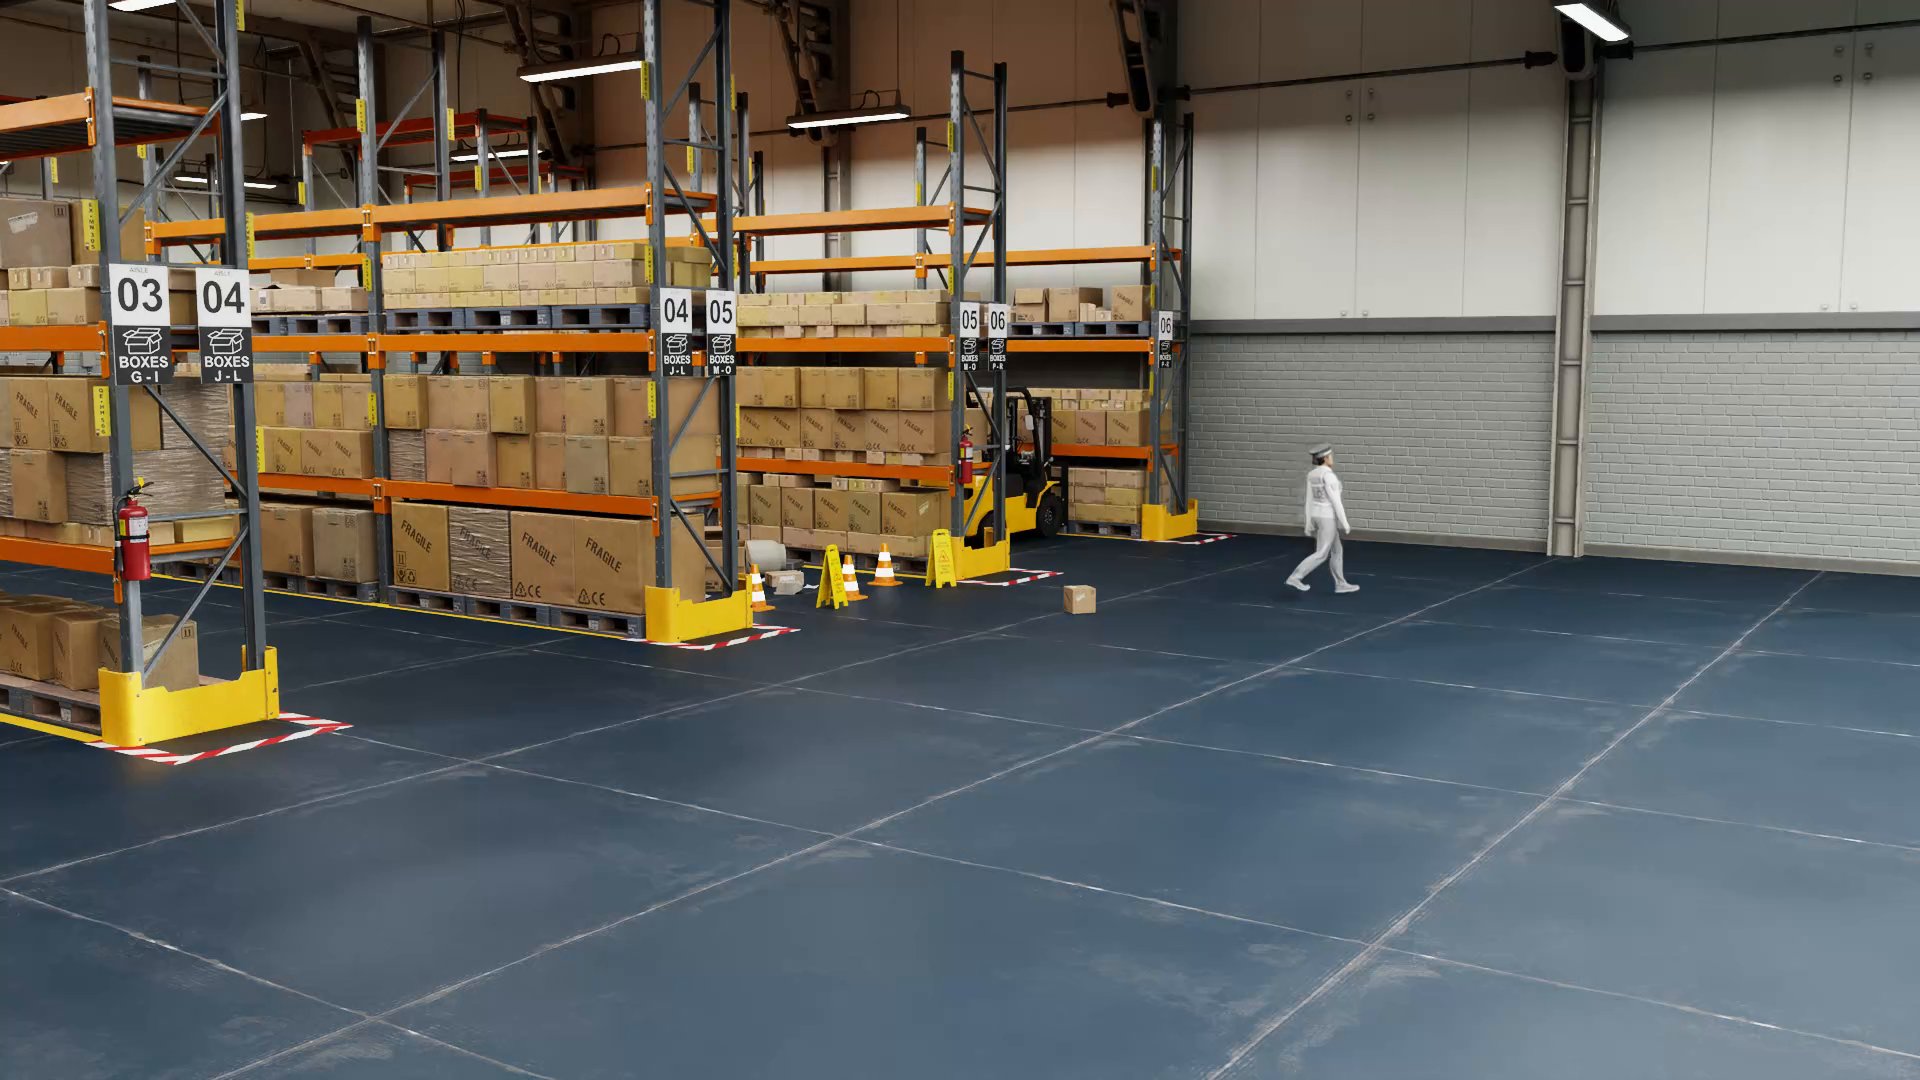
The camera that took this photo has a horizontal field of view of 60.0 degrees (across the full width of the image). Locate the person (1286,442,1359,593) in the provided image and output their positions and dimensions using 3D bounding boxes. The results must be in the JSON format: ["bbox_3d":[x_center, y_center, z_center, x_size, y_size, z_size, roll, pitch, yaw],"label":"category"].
[{"bbox_3d":[3.922,-0.228,17.866,0.941,1.647,0.482,-2,7,-14],"label":"person"}]
